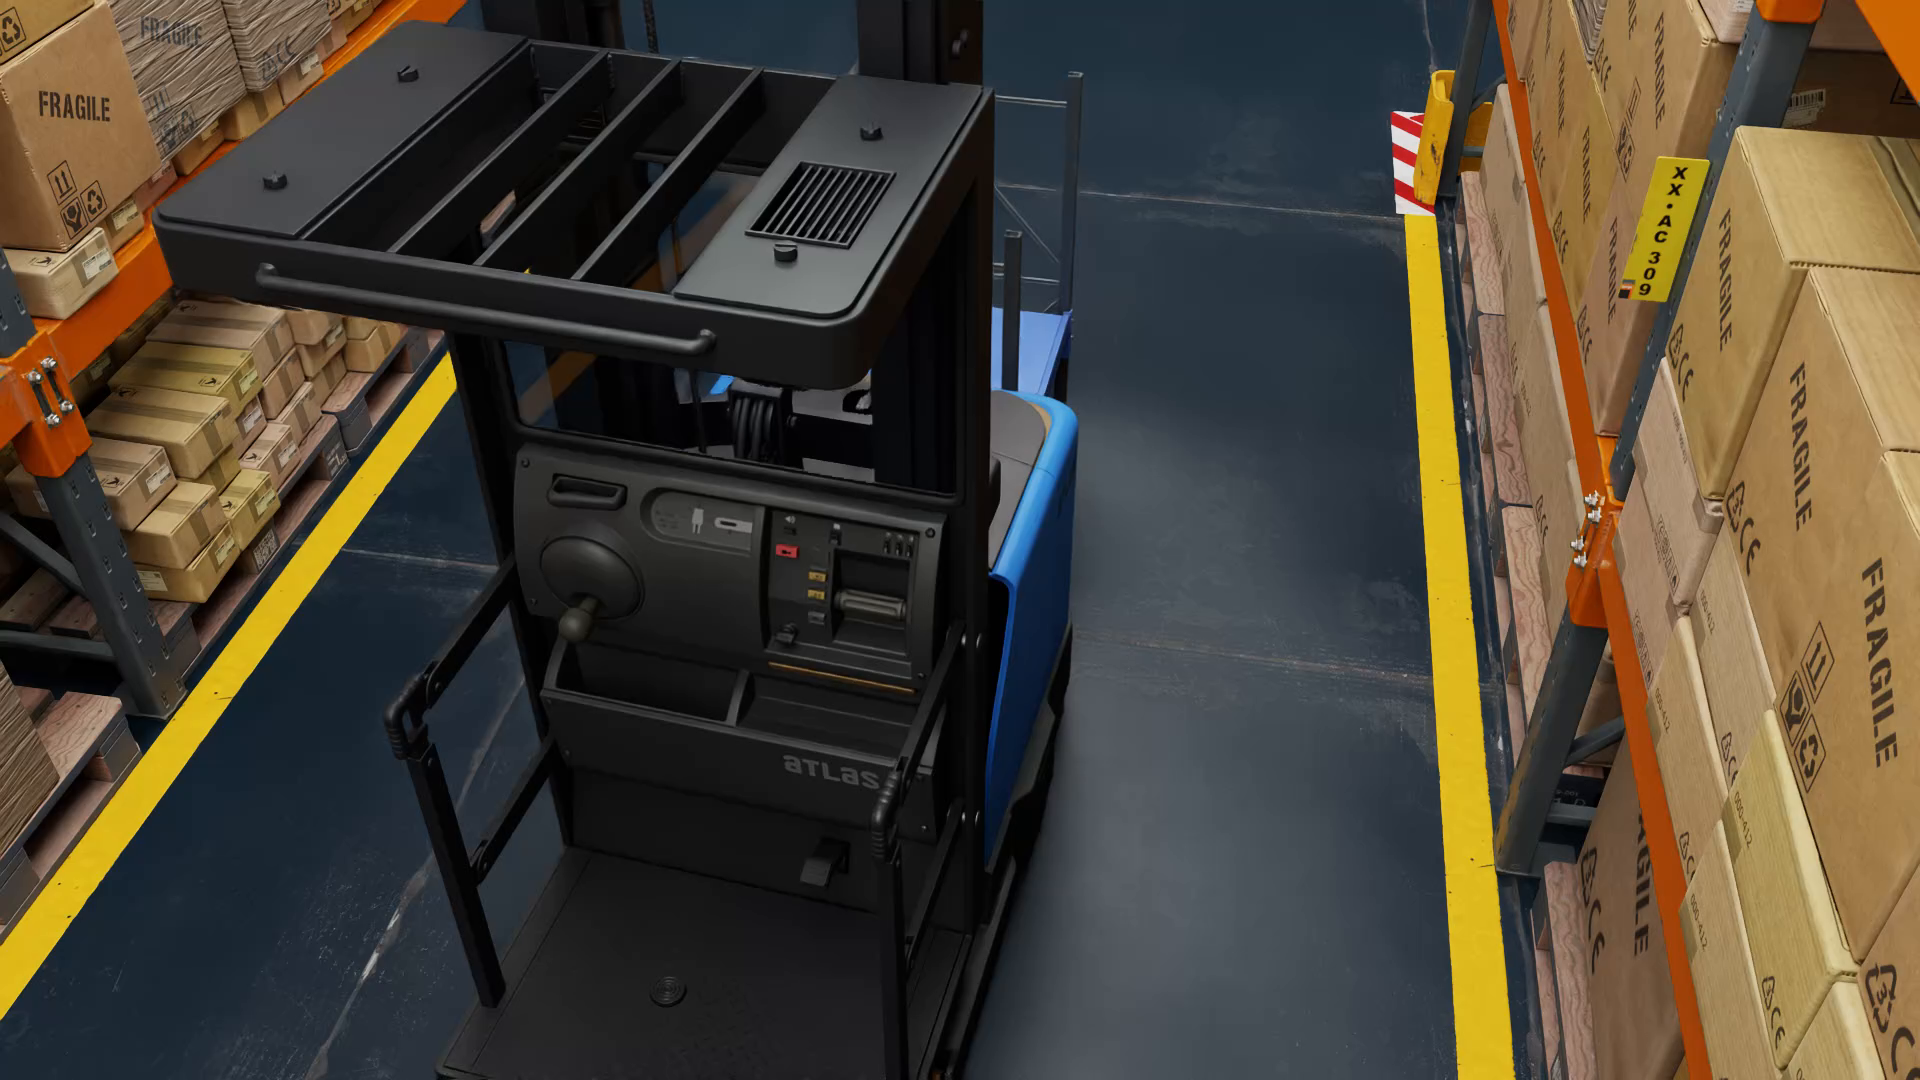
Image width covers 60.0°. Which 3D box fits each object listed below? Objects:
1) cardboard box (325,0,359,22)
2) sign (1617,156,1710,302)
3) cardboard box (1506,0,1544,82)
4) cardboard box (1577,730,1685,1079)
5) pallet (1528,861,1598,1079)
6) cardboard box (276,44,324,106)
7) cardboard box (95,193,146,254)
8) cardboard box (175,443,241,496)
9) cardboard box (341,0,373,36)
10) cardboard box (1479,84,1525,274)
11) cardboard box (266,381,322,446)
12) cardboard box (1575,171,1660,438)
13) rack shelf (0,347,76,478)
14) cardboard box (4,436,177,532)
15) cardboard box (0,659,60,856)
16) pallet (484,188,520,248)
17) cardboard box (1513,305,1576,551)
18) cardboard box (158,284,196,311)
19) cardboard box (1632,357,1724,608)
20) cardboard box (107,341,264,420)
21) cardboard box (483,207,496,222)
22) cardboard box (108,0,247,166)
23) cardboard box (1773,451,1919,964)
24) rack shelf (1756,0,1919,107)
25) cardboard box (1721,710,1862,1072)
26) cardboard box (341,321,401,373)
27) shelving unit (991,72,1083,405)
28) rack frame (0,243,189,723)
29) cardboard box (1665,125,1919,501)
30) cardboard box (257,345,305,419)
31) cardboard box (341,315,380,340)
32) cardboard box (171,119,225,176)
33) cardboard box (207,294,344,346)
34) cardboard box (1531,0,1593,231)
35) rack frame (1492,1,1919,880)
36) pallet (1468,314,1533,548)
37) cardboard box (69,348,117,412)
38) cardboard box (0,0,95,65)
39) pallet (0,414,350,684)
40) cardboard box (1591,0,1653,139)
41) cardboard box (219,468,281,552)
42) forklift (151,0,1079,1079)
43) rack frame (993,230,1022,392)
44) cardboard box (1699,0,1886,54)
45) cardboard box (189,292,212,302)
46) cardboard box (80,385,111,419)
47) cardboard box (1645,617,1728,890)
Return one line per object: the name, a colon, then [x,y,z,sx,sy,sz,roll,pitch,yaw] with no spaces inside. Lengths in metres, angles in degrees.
cardboard box: [-2.301,-2.093,5.615,0.500,0.500,0.500,8,40,10]
sign: [1.446,-0.636,3.423,0.100,0.325,0.005,6,40,8]
cardboard box: [2.153,-1.853,5.558,0.500,0.500,0.500,6,40,7]
cardboard box: [1.964,0.844,3.713,0.875,0.875,0.875,8,40,9]
pallet: [1.933,1.356,3.944,1.003,0.211,1.213,6,40,8]
cardboard box: [-2.349,-1.570,5.492,0.380,0.149,0.250,8,40,10]
cardboard box: [-2.557,-0.909,4.692,0.380,0.149,0.250,7,40,9]
cardboard box: [-2.567,-0.232,5.351,0.380,0.149,0.250,7,40,8]
cardboard box: [-2.326,-1.904,5.896,0.380,0.149,0.250,7,40,8]
cardboard box: [2.669,-1.471,6.856,0.875,0.438,0.875,5,40,6]
cardboard box: [-2.488,-0.443,5.840,0.380,0.149,0.250,6,40,7]
cardboard box: [1.821,-0.569,4.006,0.500,0.500,0.500,7,40,8]
rack shelf: [-3.246,0.839,2.946,1.077,0.370,4.000,6,40,8]
cardboard box: [-2.637,-0.179,5.054,0.380,0.149,0.250,8,40,9]
cardboard box: [-2.780,0.600,4.302,0.500,0.500,0.500,6,40,7]
pallet: [-2.397,-1.576,7.490,1.003,0.211,1.213,6,40,8]
cardboard box: [2.361,-0.330,5.476,0.875,0.438,0.875,5,40,6]
cardboard box: [-2.976,-0.894,5.918,0.380,0.149,0.250,5,40,6]
cardboard box: [1.639,-0.101,3.243,0.500,0.250,0.500,5,40,6]
cardboard box: [-2.535,-0.510,5.453,0.380,0.149,0.250,6,40,7]
cardboard box: [-2.199,-1.428,7.031,0.380,0.149,0.250,7,40,8]
cardboard box: [-2.488,-1.441,4.827,0.500,0.500,0.500,6,40,8]
cardboard box: [1.483,0.246,2.235,0.500,0.500,0.500,5,40,7]
rack shelf: [1.647,0.165,1.407,1.077,0.370,4.000,6,40,8]
cardboard box: [1.463,0.543,2.464,0.500,0.250,0.500,7,40,8]
cardboard box: [-2.336,-0.769,6.233,0.380,0.149,0.250,5,40,6]
shelving unit: [0.025,-0.575,5.268,0.538,1.500,1.048,8,40,9]
rack frame: [-2.900,-0.694,4.235,1.000,3.000,0.127,6,40,8]
cardboard box: [1.633,-0.391,3.005,0.500,0.500,0.500,7,40,8]
cardboard box: [-2.511,-0.558,5.745,0.380,0.149,0.250,4,40,5]
cardboard box: [-2.334,-0.880,6.134,0.380,0.149,0.250,6,40,7]
cardboard box: [-2.510,-1.252,5.107,0.380,0.149,0.250,5,40,6]
cardboard box: [-2.388,-0.827,5.837,0.380,0.149,0.250,7,40,9]
cardboard box: [1.977,-1.210,4.781,0.500,0.500,0.500,6,40,7]
rack frame: [1.993,-0.211,3.651,1.000,3.000,0.127,6,40,8]
pallet: [2.410,-0.373,6.035,1.003,0.211,1.213,6,40,8]
cardboard box: [-3.054,-0.560,5.514,0.380,0.149,0.250,6,40,7]
cardboard box: [-2.582,-1.488,4.100,0.500,0.500,0.500,7,40,9]
pallet: [-2.819,-0.044,5.638,1.003,0.211,1.213,6,40,8]
cardboard box: [1.898,-1.279,4.080,0.500,0.500,0.500,6,40,7]
cardboard box: [-2.475,-0.117,5.445,0.380,0.149,0.250,8,40,9]
forklift: [-0.544,0.139,3.281,1.130,2.935,3.031,10,41,12]
rack frame: [-0.083,-0.258,4.885,0.500,1.500,0.032,8,40,9]
cardboard box: [1.732,-1.113,3.370,0.380,0.149,0.250,6,40,7]
cardboard box: [-2.864,-0.920,6.183,0.380,0.149,0.250,5,40,6]
cardboard box: [-3.095,-0.445,5.609,0.380,0.149,0.250,5,40,6]
cardboard box: [1.568,0.419,3.007,0.500,0.250,0.500,5,40,7]
